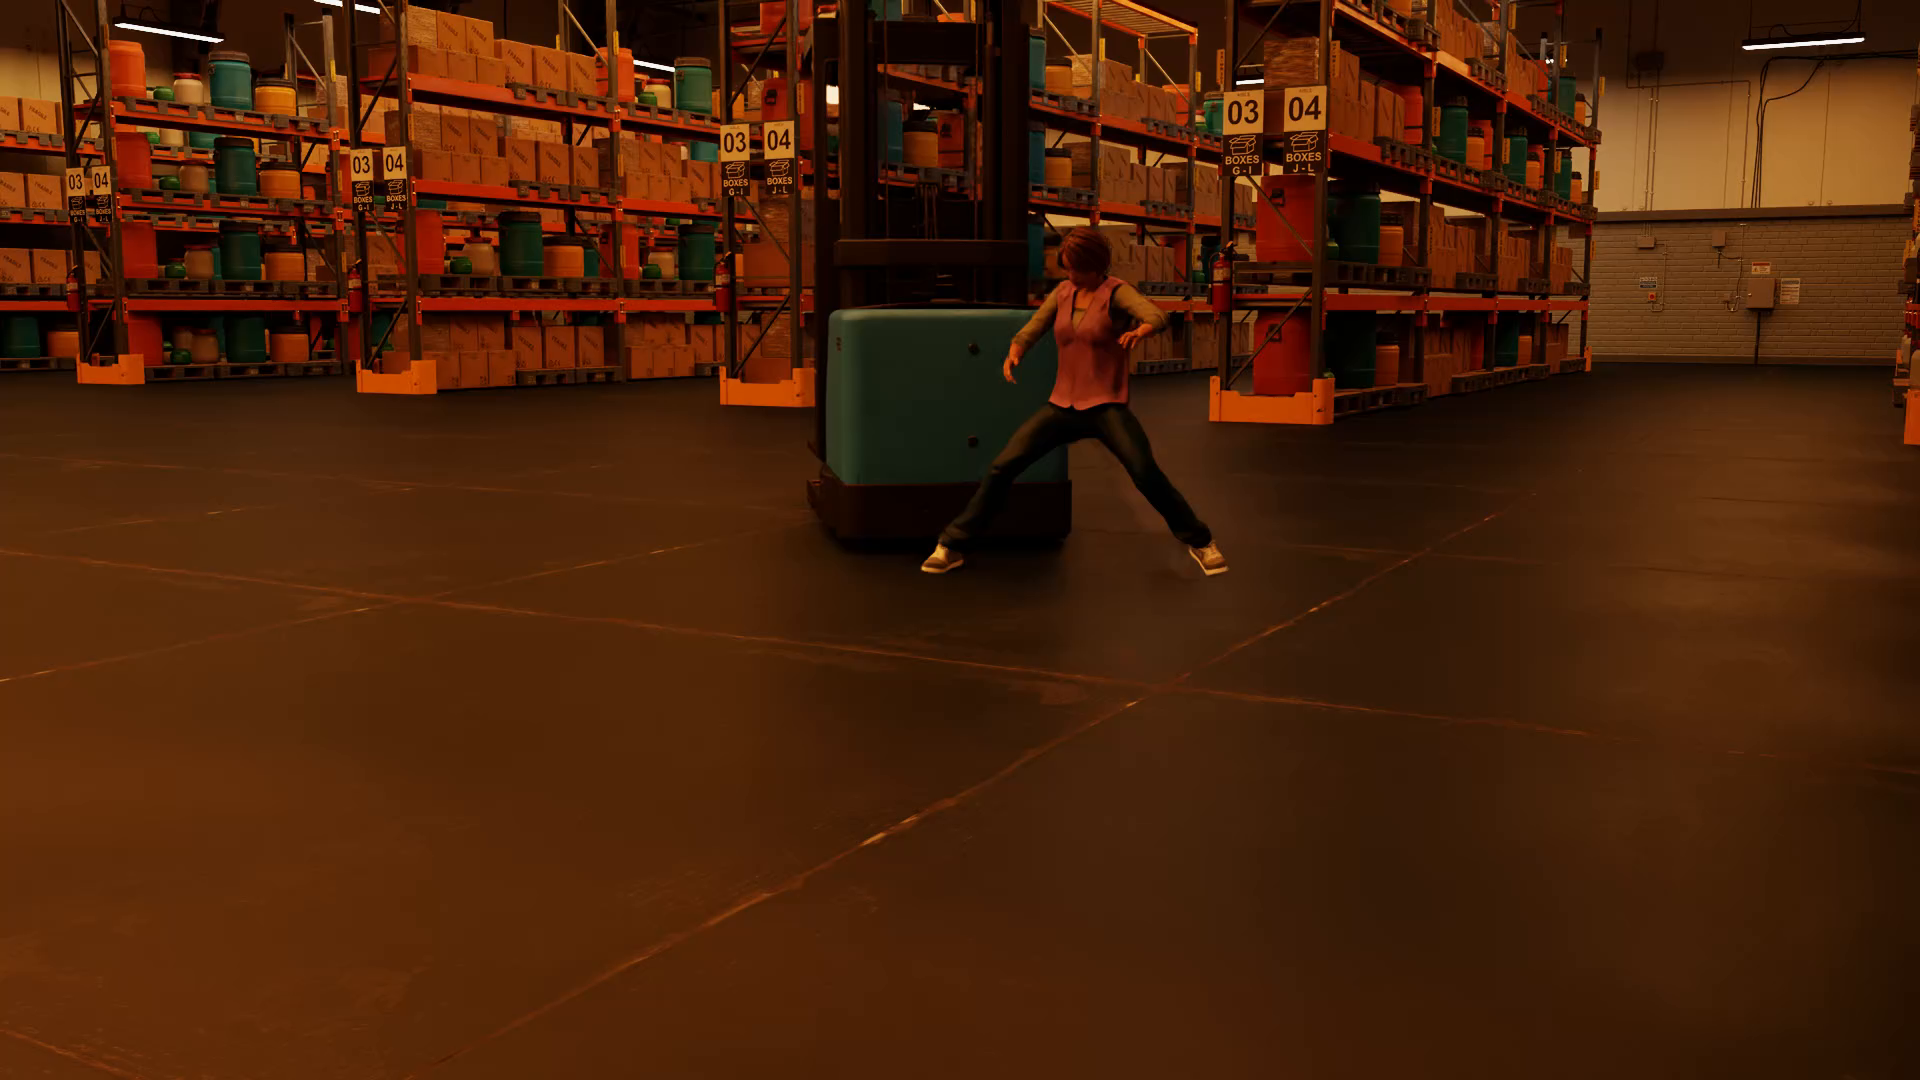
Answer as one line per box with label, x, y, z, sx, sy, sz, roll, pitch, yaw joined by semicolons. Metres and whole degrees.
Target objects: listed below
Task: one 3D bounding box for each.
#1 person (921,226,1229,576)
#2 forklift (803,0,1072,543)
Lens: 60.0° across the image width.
person;0.481;-0.543;6.704;1.122;1.392;0.761;5;10;34
forklift;-0.233;-1.598;8.675;1.130;2.935;3.031;-1;8;-9
